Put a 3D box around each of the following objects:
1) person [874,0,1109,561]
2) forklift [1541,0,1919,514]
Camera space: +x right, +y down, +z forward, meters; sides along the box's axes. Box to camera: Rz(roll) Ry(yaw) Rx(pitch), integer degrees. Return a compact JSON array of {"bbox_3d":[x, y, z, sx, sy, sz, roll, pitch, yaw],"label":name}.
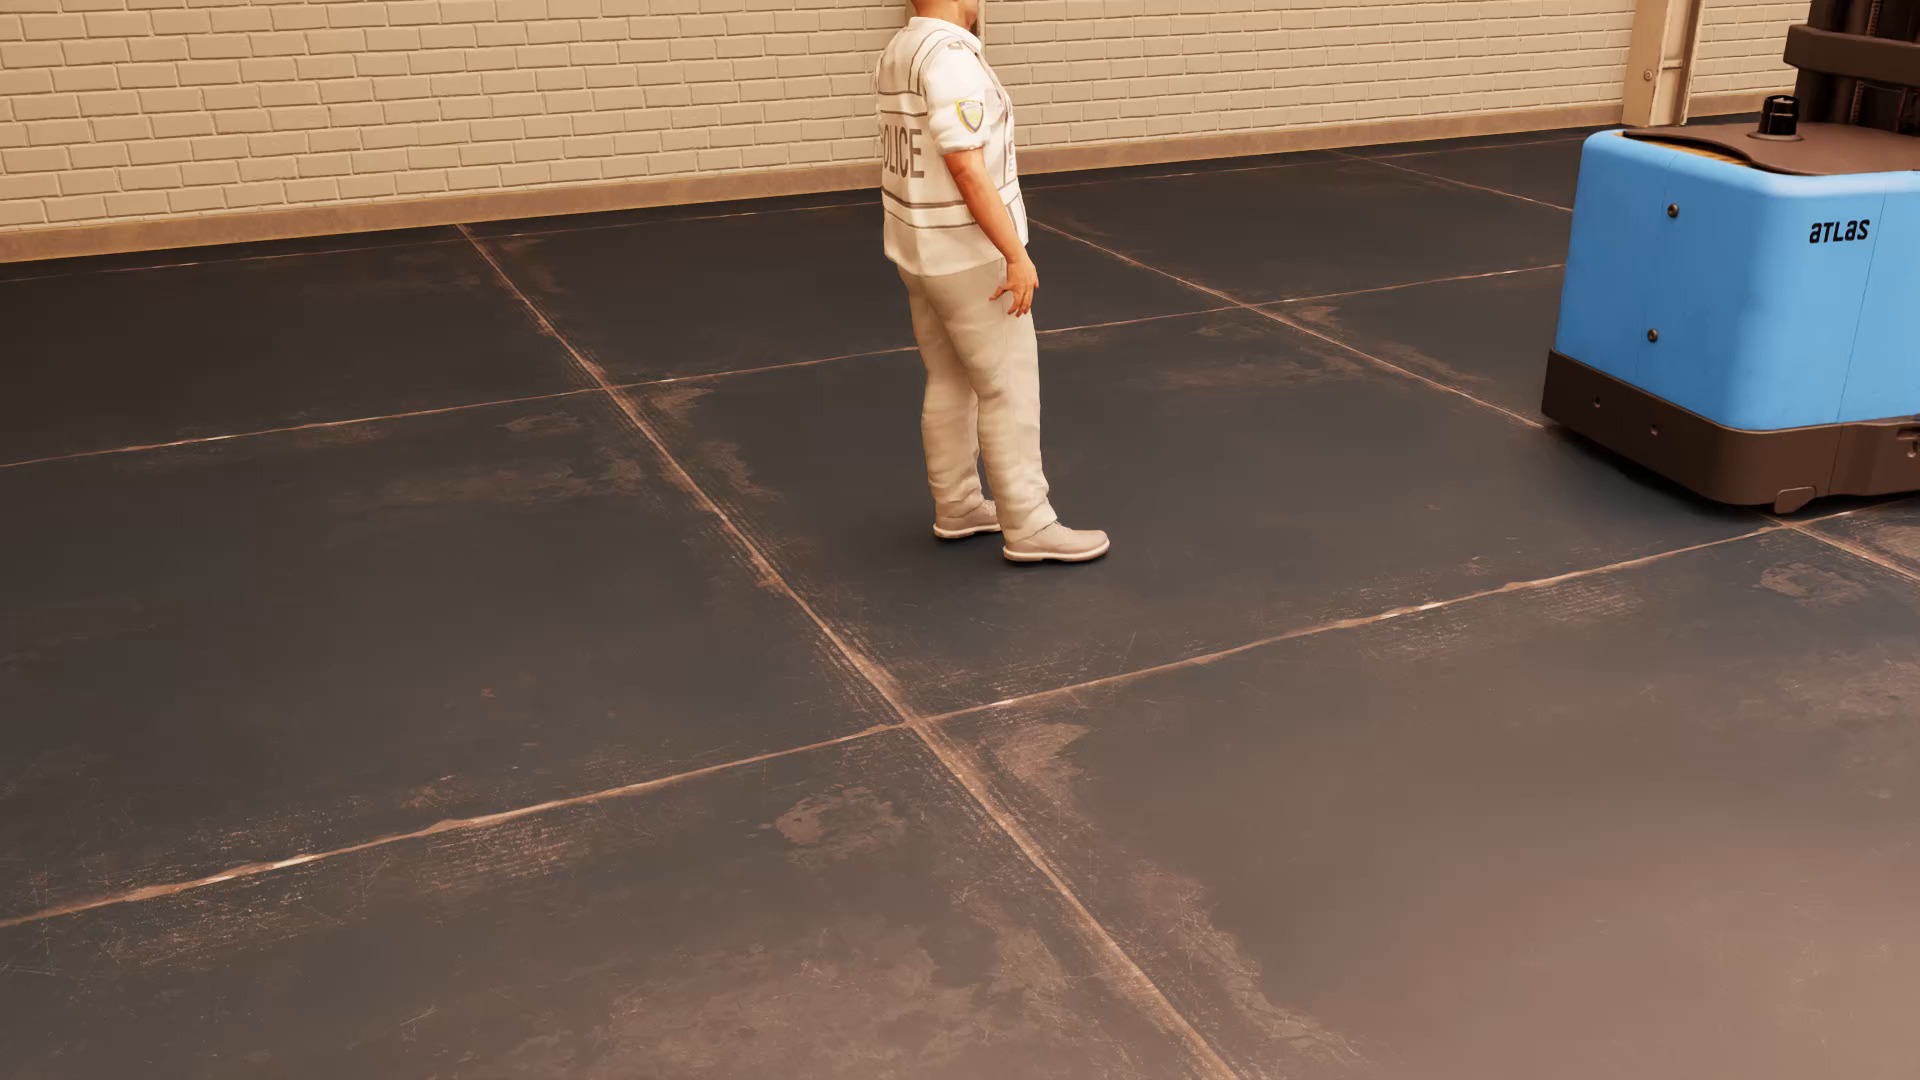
[{"bbox_3d":[0.076,-0.839,4.783,0.574,1.780,0.641,-10,25,-23],"label":"person"},{"bbox_3d":[3.682,-1.740,5.475,3.031,2.935,1.130,-6,23,-15],"label":"forklift"}]
